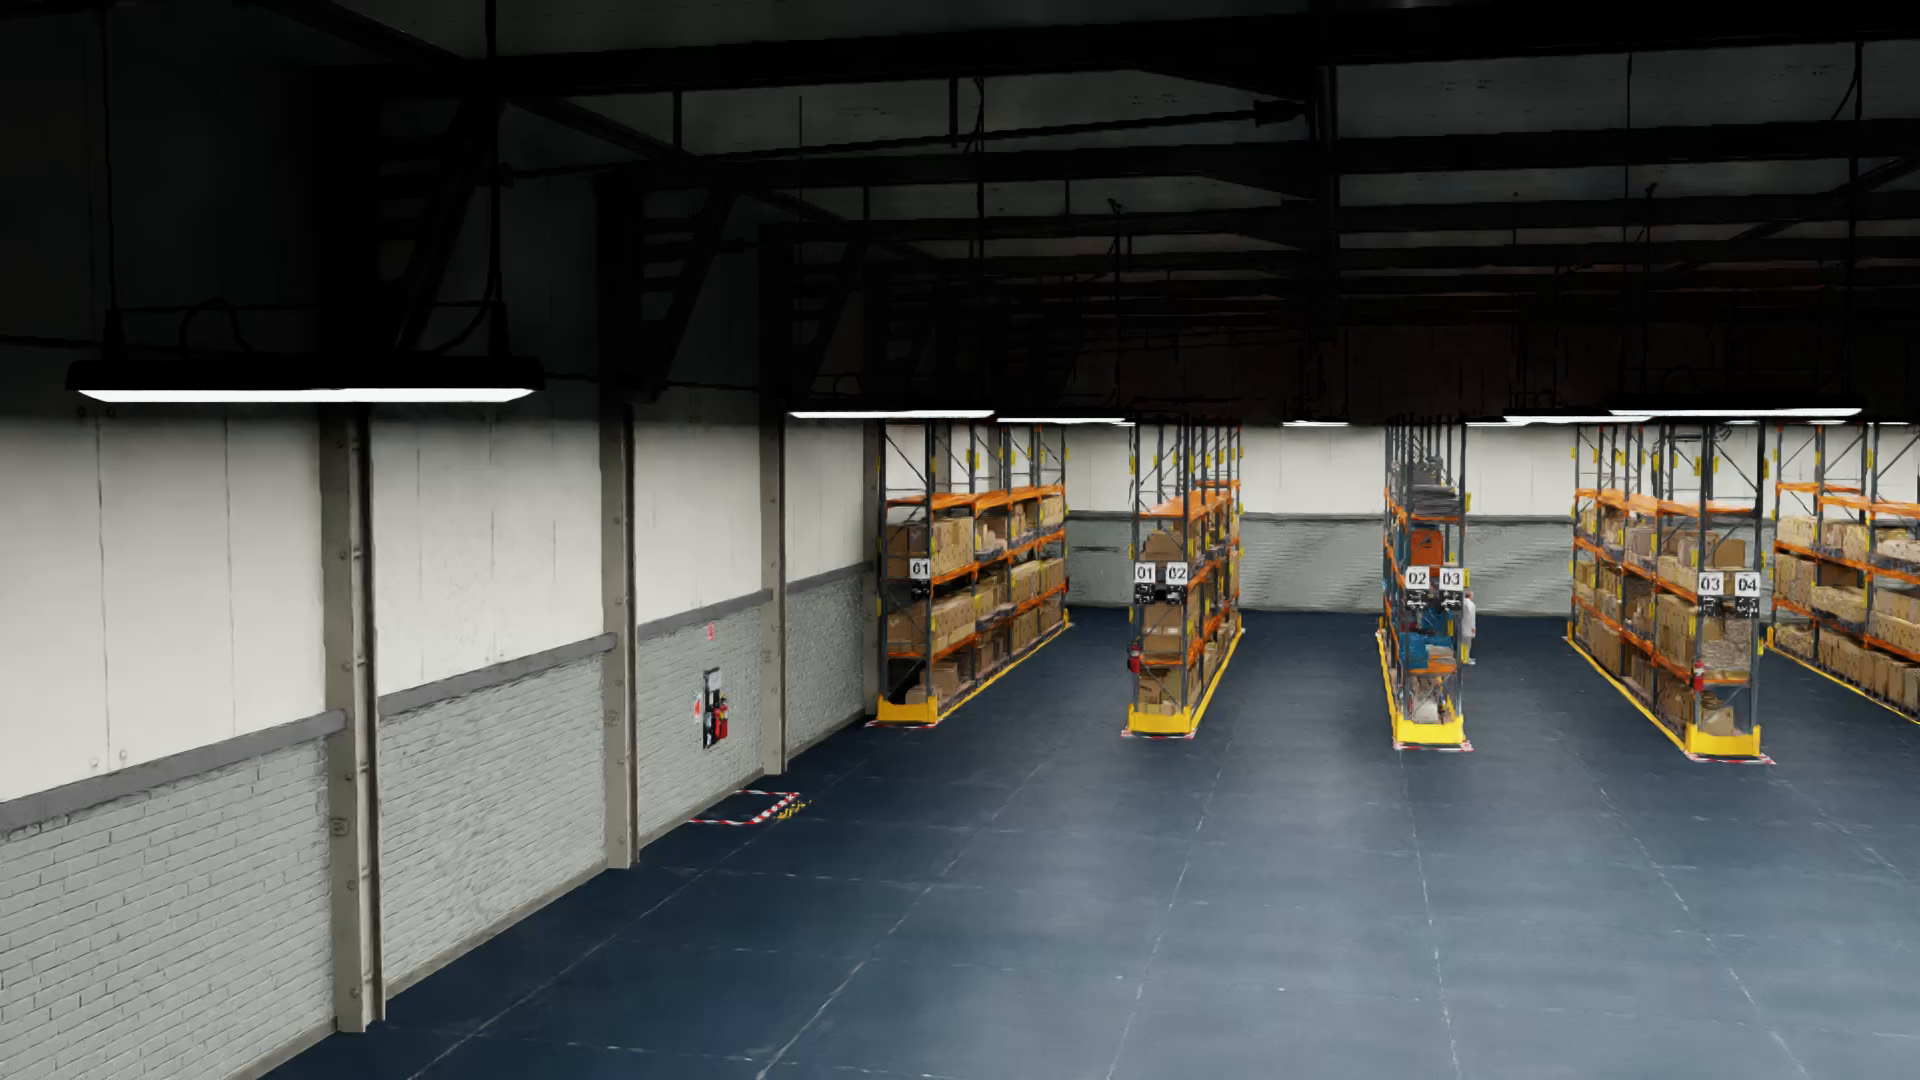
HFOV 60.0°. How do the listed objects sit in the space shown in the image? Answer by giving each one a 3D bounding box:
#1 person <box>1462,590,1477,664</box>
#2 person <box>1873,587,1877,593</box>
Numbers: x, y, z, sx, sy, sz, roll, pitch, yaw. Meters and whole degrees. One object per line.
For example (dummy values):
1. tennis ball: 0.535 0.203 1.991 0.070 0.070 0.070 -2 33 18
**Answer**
1. person: 12.331 2.085 40.281 0.445 1.783 0.672 0 4 -4
2. person: 23.037 2.031 41.980 0.433 1.684 0.553 -1 4 -15
